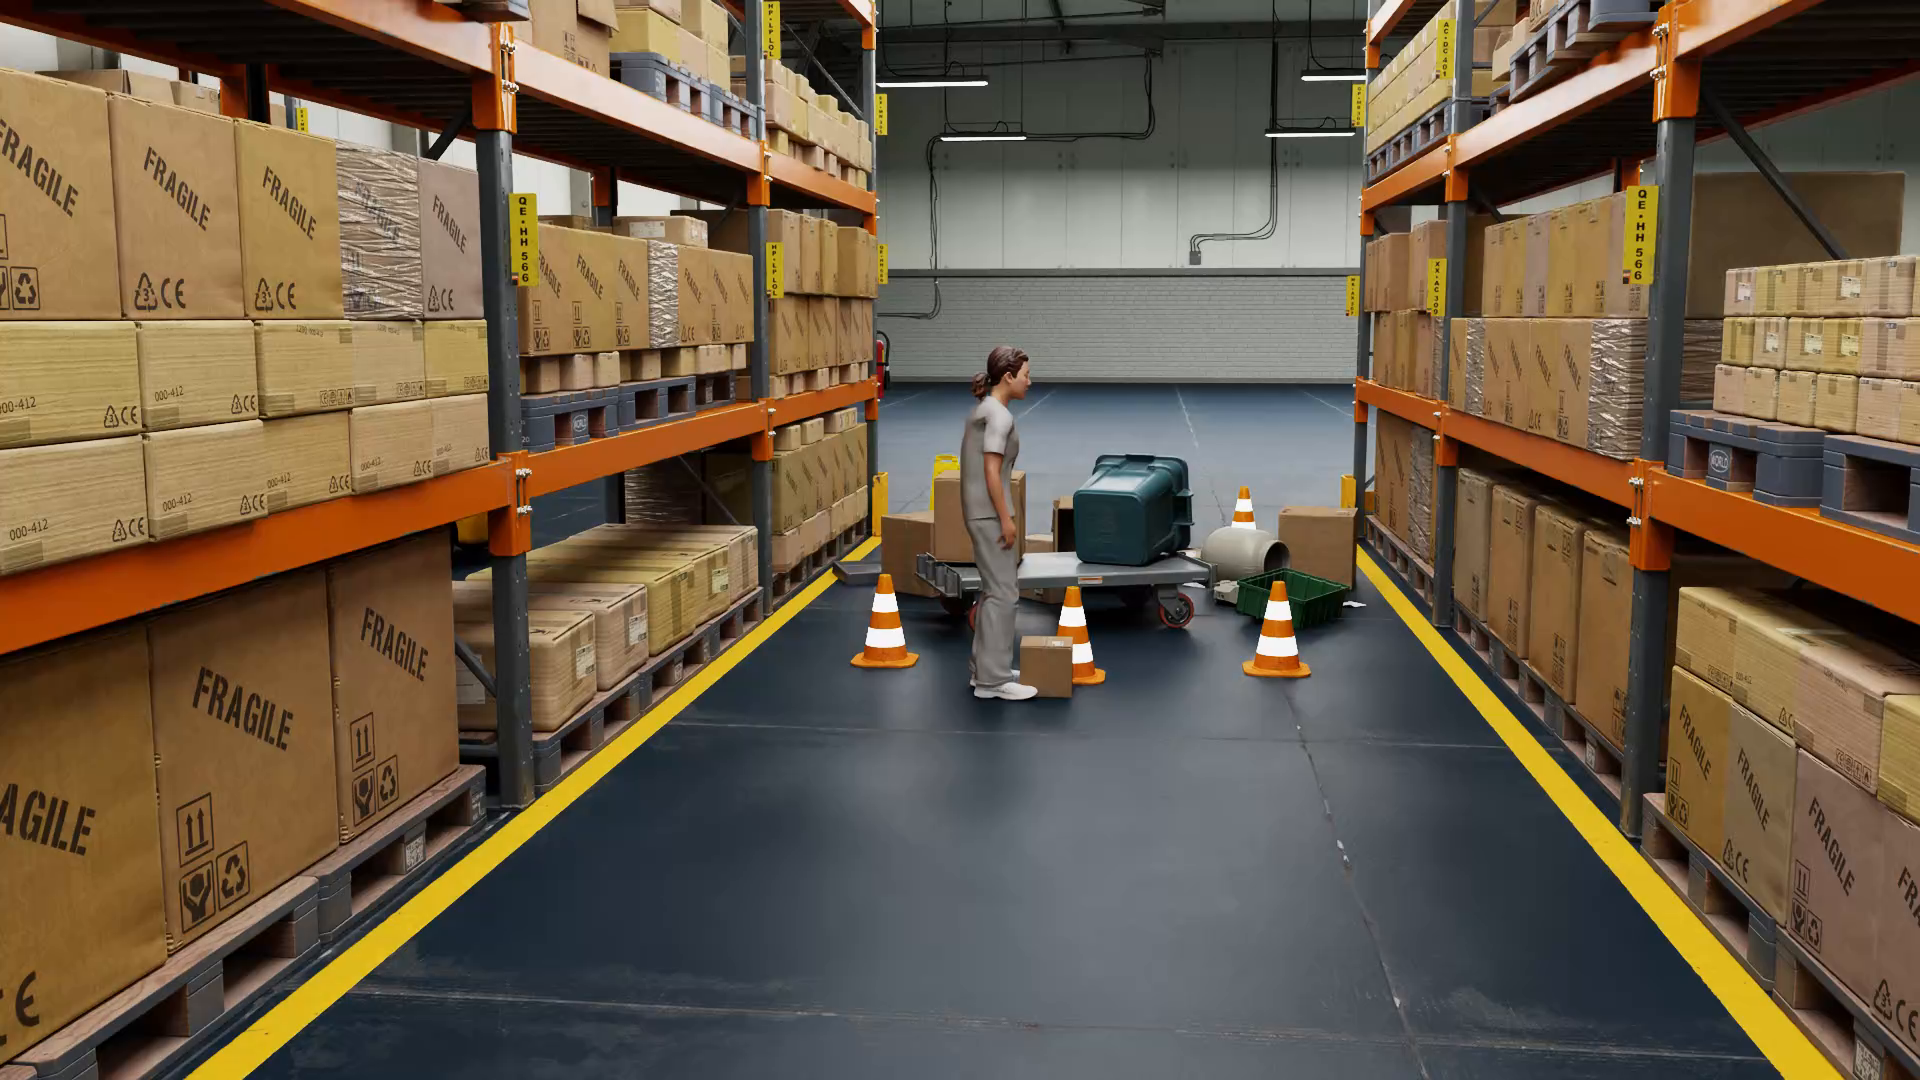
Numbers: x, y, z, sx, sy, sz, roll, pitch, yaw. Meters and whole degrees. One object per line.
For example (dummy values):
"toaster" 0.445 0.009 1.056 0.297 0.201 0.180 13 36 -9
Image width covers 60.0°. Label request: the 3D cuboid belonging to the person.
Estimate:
"person" 0.181 -0.094 8.004 0.362 1.672 0.488 -1 8 -5
